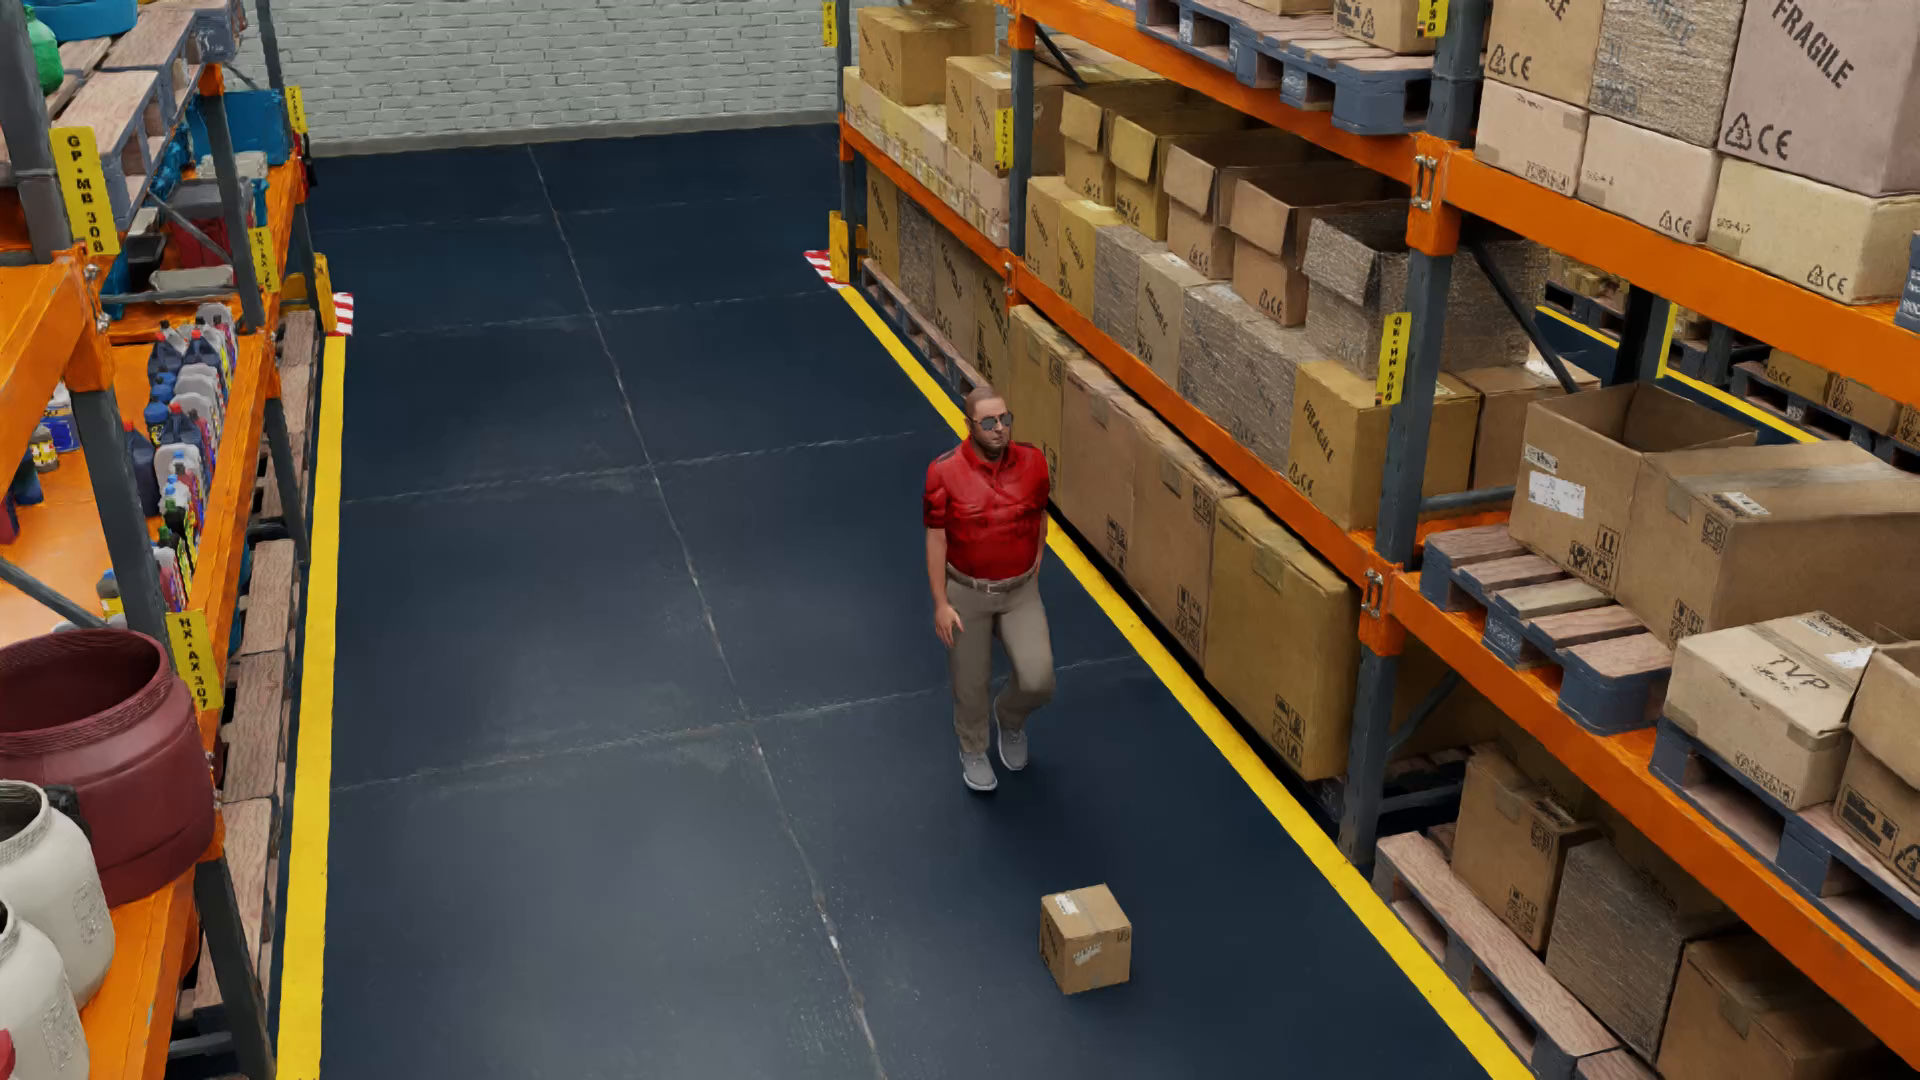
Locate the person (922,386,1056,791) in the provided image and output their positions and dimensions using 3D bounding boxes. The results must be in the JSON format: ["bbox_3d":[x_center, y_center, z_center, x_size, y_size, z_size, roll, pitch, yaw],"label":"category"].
[{"bbox_3d":[0.130,0.239,6.635,0.531,1.743,0.433,-6,27,-12],"label":"person"}]
